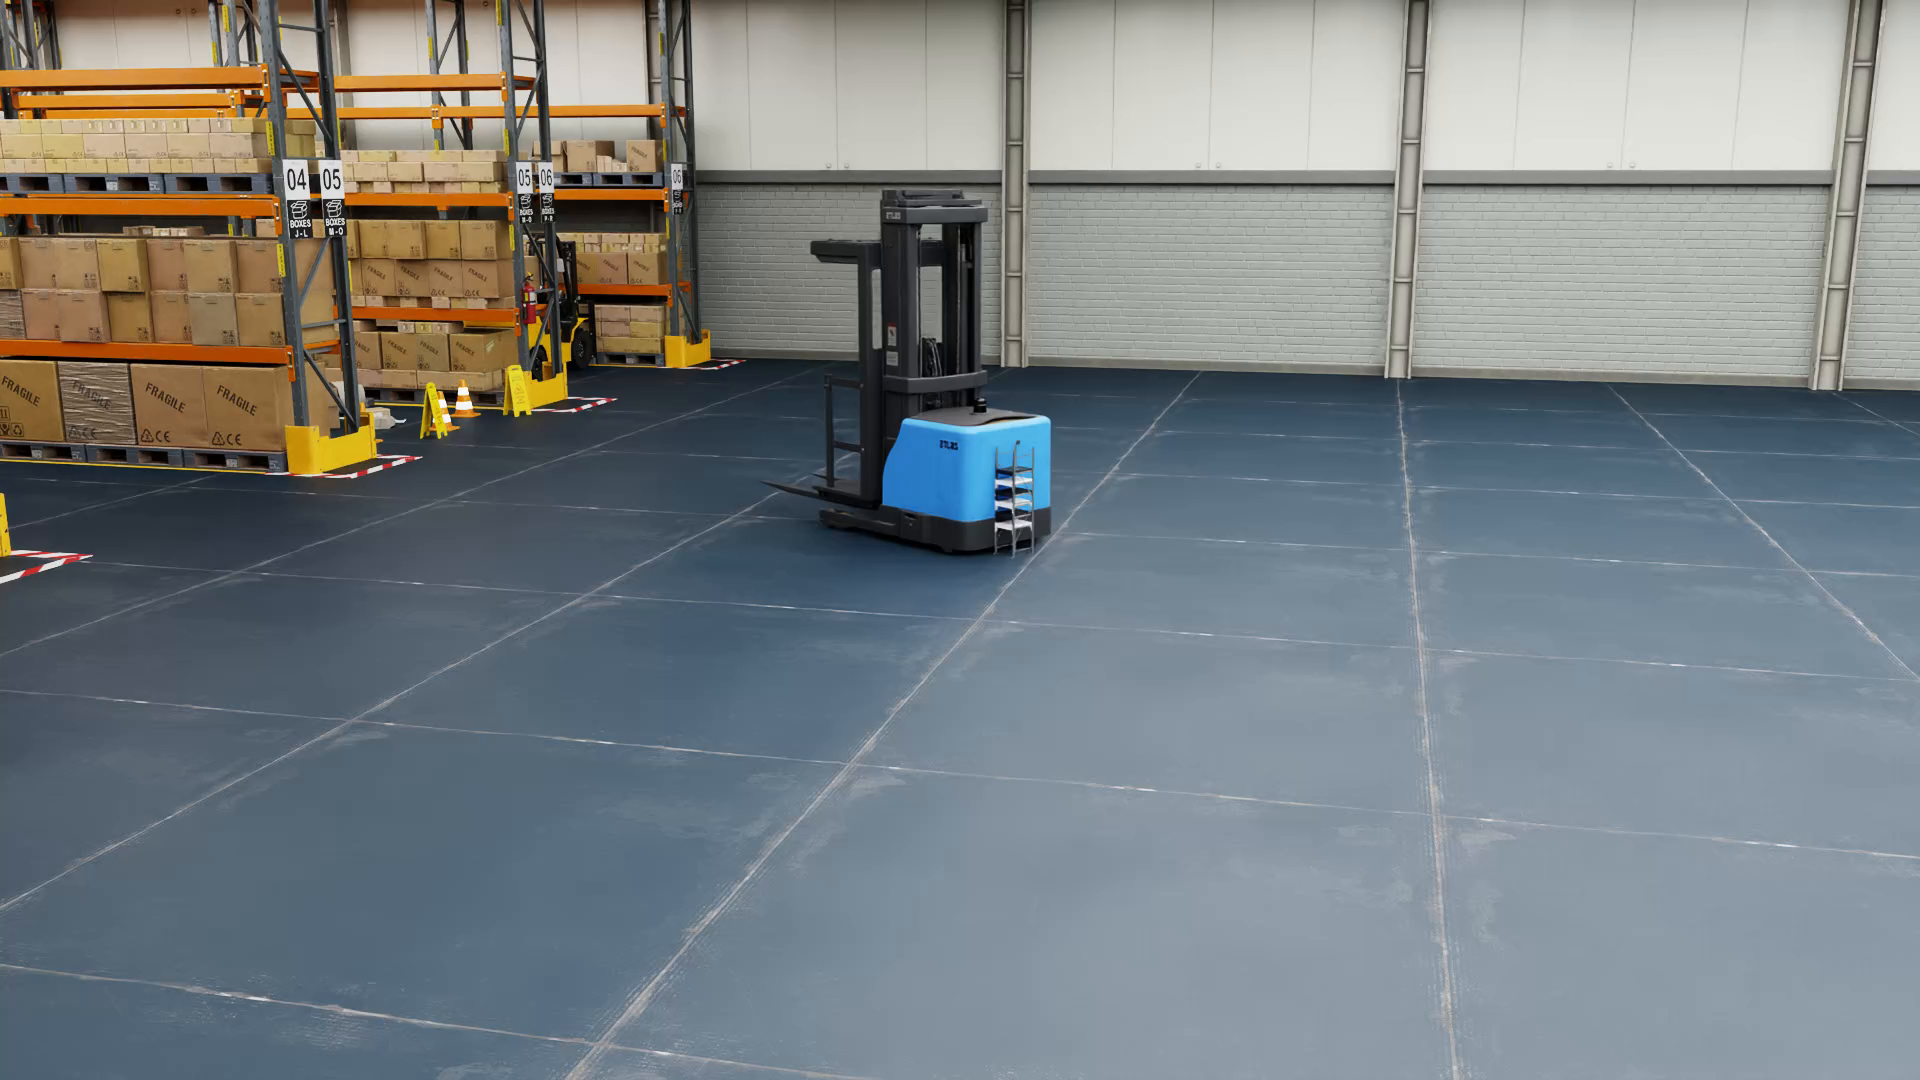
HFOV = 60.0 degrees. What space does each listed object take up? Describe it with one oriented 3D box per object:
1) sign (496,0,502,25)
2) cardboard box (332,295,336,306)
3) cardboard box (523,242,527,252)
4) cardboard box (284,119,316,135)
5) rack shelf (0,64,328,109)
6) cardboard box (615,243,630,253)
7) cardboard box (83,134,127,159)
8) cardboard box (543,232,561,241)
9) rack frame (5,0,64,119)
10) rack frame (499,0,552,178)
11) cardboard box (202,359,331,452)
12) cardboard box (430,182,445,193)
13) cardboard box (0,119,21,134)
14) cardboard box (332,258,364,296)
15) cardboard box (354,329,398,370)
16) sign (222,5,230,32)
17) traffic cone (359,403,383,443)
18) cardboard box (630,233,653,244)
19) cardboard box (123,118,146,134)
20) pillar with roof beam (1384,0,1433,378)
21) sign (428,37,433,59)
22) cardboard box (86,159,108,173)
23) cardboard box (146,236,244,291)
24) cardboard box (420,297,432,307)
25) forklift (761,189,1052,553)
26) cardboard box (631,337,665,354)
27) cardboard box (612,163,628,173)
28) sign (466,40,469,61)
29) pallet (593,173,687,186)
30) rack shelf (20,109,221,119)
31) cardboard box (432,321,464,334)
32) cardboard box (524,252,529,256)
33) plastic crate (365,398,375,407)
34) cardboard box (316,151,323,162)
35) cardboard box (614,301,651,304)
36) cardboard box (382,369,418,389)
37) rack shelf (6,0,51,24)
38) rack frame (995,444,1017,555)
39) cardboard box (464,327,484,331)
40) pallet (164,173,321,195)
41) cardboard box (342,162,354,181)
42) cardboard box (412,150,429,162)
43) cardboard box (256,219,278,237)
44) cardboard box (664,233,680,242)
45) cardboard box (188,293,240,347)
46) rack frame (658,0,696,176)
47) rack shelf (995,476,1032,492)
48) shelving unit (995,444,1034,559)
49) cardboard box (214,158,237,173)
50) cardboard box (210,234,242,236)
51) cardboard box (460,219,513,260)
[{"bbox_3d":[-5.818,-6.666,20.983,0.005,0.325,0.100,3,13,14],"label":"sign"},{"bbox_3d":[-8.565,-3.291,22.724,0.250,0.149,0.380,3,13,15],"label":"cardboard box"},{"bbox_3d":[-7.129,-4.802,27.224,0.250,0.149,0.380,3,13,13],"label":"cardboard box"},{"bbox_3d":[-7.001,-4.343,17.496,0.250,0.149,0.380,3,13,14],"label":"cardboard box"},{"bbox_3d":[-8.694,-4.760,17.496,4.000,0.370,1.077,3,13,14],"label":"rack shelf"},{"bbox_3d":[-5.375,-4.722,26.863,0.250,0.149,0.380,3,13,15],"label":"cardboard box"},{"bbox_3d":[-8.757,-4.109,17.364,0.500,0.250,0.500,3,13,14],"label":"cardboard box"},{"bbox_3d":[-6.608,-4.944,27.177,0.250,0.149,0.380,3,13,14],"label":"cardboard box"},{"bbox_3d":[-16.130,-7.915,29.135,0.127,3.000,1.000,3,13,14],"label":"rack frame"},{"bbox_3d":[-5.665,-6.249,21.623,0.127,3.000,1.000,3,13,14],"label":"rack frame"},{"bbox_3d":[-7.427,-1.463,17.838,0.875,0.875,0.875,3,13,14],"label":"cardboard box"},{"bbox_3d":[-6.807,-4.676,22.037,0.250,0.149,0.380,3,13,14],"label":"cardboard box"},{"bbox_3d":[-9.871,-4.350,17.527,0.250,0.149,0.380,3,13,13],"label":"cardboard box"},{"bbox_3d":[-8.211,-3.590,22.573,0.500,0.500,0.500,3,13,13],"label":"cardboard box"},{"bbox_3d":[-8.015,-2.616,22.748,0.500,0.500,0.500,4,13,16],"label":"cardboard box"},{"bbox_3d":[-9.676,-6.873,21.913,0.005,0.325,0.100,3,13,14],"label":"sign"},{"bbox_3d":[-6.928,-1.361,19.302,0.334,0.463,0.336,3,13,14],"label":"traffic cone"},{"bbox_3d":[-5.124,-4.855,26.777,0.250,0.149,0.380,3,13,14],"label":"cardboard box"},{"bbox_3d":[-8.395,-4.271,17.172,0.250,0.149,0.380,3,13,13],"label":"cardboard box"},{"bbox_3d":[5.680,-5.990,20.458,0.400,9.000,9.100,3,13,14],"label":"pillar with roof beam"},{"bbox_3d":[-8.481,-7.880,26.637,0.005,0.325,0.100,3,13,14],"label":"sign"},{"bbox_3d":[-8.887,-3.908,17.376,0.250,0.149,0.380,3,13,14],"label":"cardboard box"},{"bbox_3d":[-8.171,-2.968,17.848,0.550,0.550,0.875,3,13,14],"label":"cardboard box"},{"bbox_3d":[-7.068,-3.229,22.443,0.250,0.149,0.380,3,13,14],"label":"cardboard box"},{"bbox_3d":[-0.599,-1.578,14.579,1.130,2.935,3.031,-12,17,-42],"label":"forklift"},{"bbox_3d":[-5.011,-3.185,27.041,0.500,0.250,0.500,3,13,14],"label":"cardboard box"},{"bbox_3d":[-5.356,-5.939,26.530,0.250,0.149,0.380,3,13,12],"label":"cardboard box"},{"bbox_3d":[-8.206,-8.149,27.666,0.005,0.325,0.100,3,13,14],"label":"sign"},{"bbox_3d":[-5.159,-5.827,26.853,1.213,0.211,1.003,3,13,14],"label":"pallet"},{"bbox_3d":[-14.188,-7.265,28.789,4.000,0.370,1.077,3,13,14],"label":"rack shelf"},{"bbox_3d":[-6.878,-2.857,22.336,0.250,0.149,0.380,3,13,15],"label":"cardboard box"},{"bbox_3d":[-6.993,-4.493,27.328,0.500,0.500,0.500,3,13,13],"label":"cardboard box"},{"bbox_3d":[-8.221,-1.848,22.380,0.583,0.080,0.402,-1,13,-6],"label":"plastic crate"},{"bbox_3d":[-8.558,-5.131,22.251,0.250,0.149,0.380,3,13,13],"label":"cardboard box"},{"bbox_3d":[-5.386,-3.805,27.527,0.500,0.250,0.500,3,13,14],"label":"cardboard box"},{"bbox_3d":[-7.525,-2.223,22.705,0.500,0.250,0.500,3,13,12],"label":"cardboard box"},{"bbox_3d":[-18.071,-9.291,29.321,4.000,0.370,1.077,3,13,14],"label":"rack shelf"},{"bbox_3d":[0.375,-0.332,13.651,0.240,0.900,0.006,-12,17,-42],"label":"rack frame"},{"bbox_3d":[-6.914,-2.676,23.018,0.500,0.500,0.500,3,13,11],"label":"cardboard box"},{"bbox_3d":[-7.475,-3.731,17.405,1.213,0.211,1.003,3,13,14],"label":"pallet"},{"bbox_3d":[-8.201,-4.930,22.263,0.500,0.250,0.500,3,13,14],"label":"cardboard box"},{"bbox_3d":[-7.027,-5.076,21.999,0.250,0.149,0.380,3,13,14],"label":"cardboard box"},{"bbox_3d":[-9.173,-4.141,22.748,0.500,0.500,0.700,3,13,13],"label":"cardboard box"},{"bbox_3d":[-4.754,-4.937,27.146,0.250,0.149,0.380,3,13,12],"label":"cardboard box"},{"bbox_3d":[-7.663,-2.381,17.693,0.550,0.550,0.875,3,13,14],"label":"cardboard box"},{"bbox_3d":[-4.479,-7.293,26.328,0.127,3.000,1.000,3,13,14],"label":"rack frame"},{"bbox_3d":[0.445,-0.459,13.547,0.258,0.077,0.200,-12,17,-42],"label":"rack shelf"},{"bbox_3d":[0.445,-0.316,13.579,0.258,0.900,0.210,-12,17,-42],"label":"shelving unit"},{"bbox_3d":[-7.401,-3.829,17.019,0.250,0.149,0.380,3,13,14],"label":"cardboard box"},{"bbox_3d":[-12.708,-5.093,29.062,0.500,0.500,0.500,4,13,16],"label":"cardboard box"},{"bbox_3d":[-6.213,-3.983,22.034,0.500,0.500,0.700,3,13,12],"label":"cardboard box"}]
